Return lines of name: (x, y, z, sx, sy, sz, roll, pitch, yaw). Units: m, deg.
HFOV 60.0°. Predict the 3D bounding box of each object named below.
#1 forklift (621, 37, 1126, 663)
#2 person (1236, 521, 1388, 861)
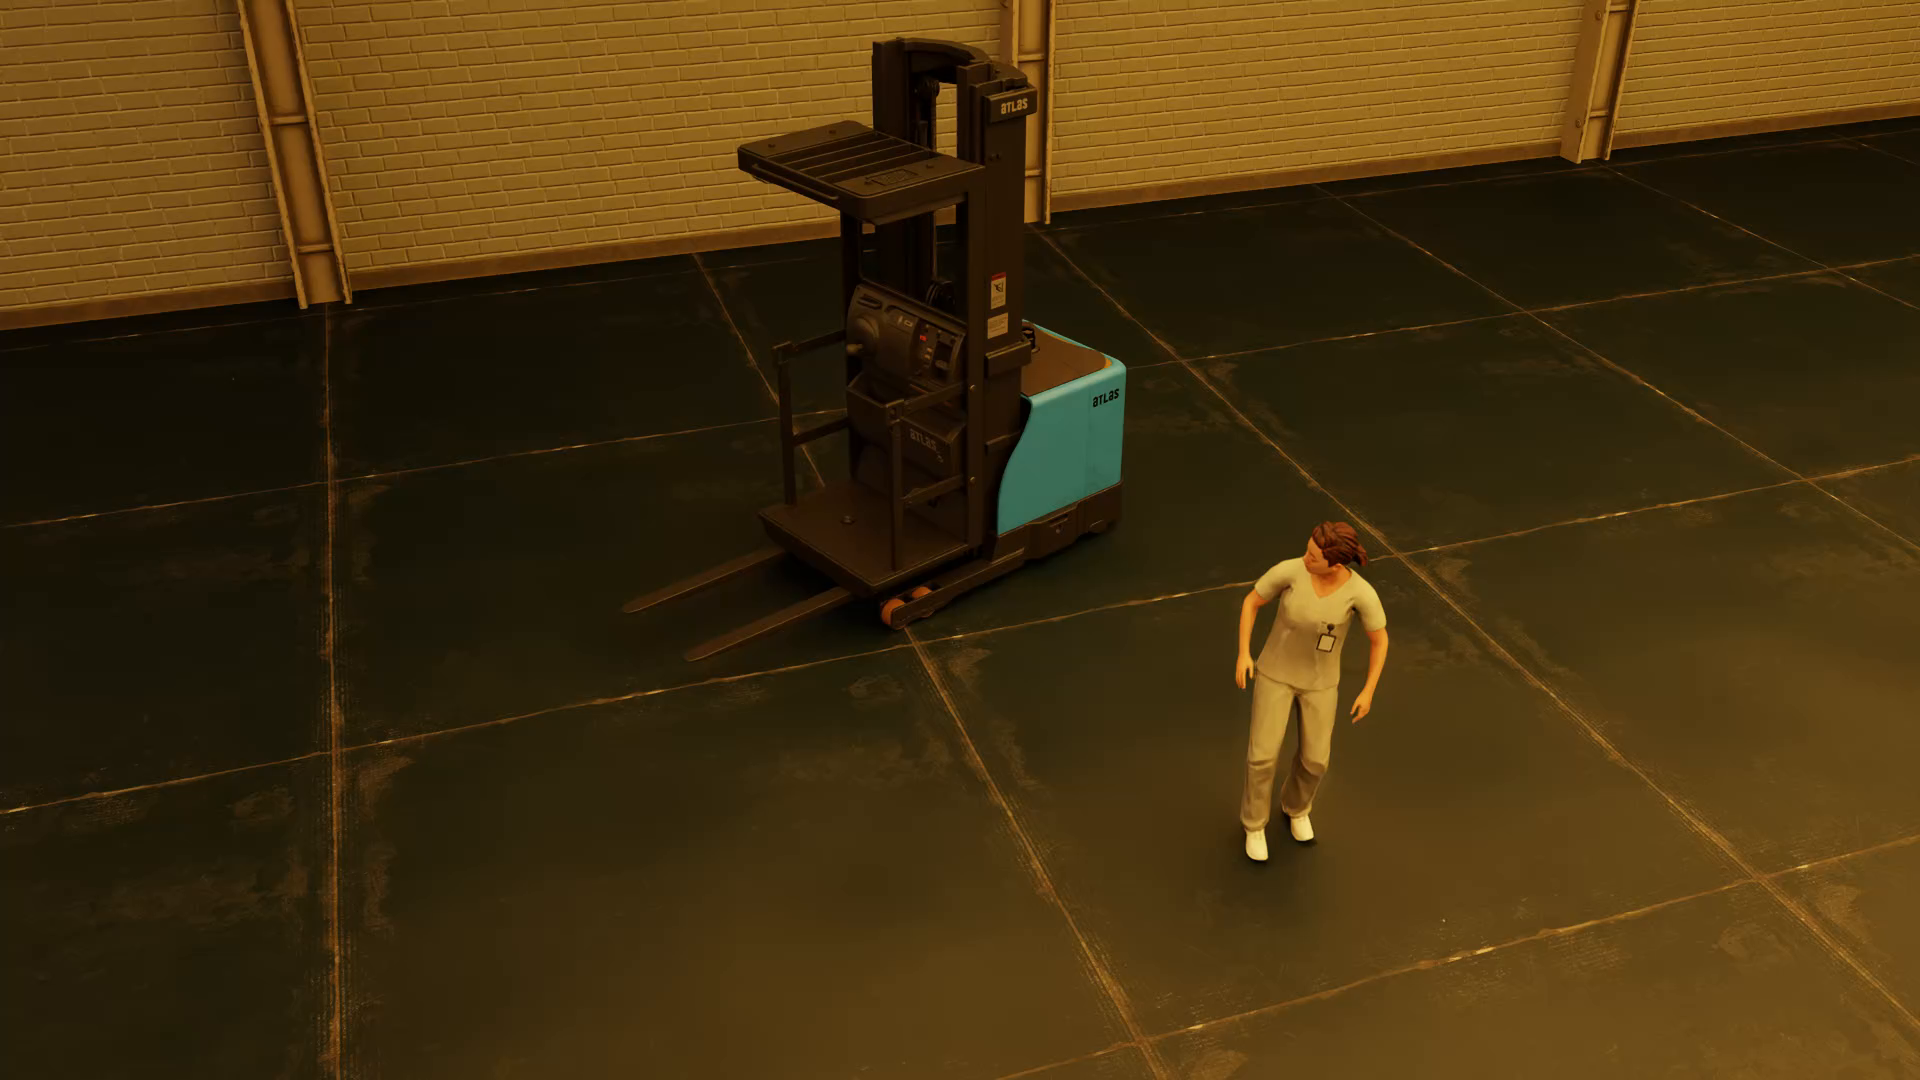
forklift: (-0.461, -1.072, 8.951, 3.031, 2.935, 1.130, -23, 37, -34)
person: (1.518, 0.651, 7.255, 0.630, 1.642, 0.478, 5, 30, 9)
